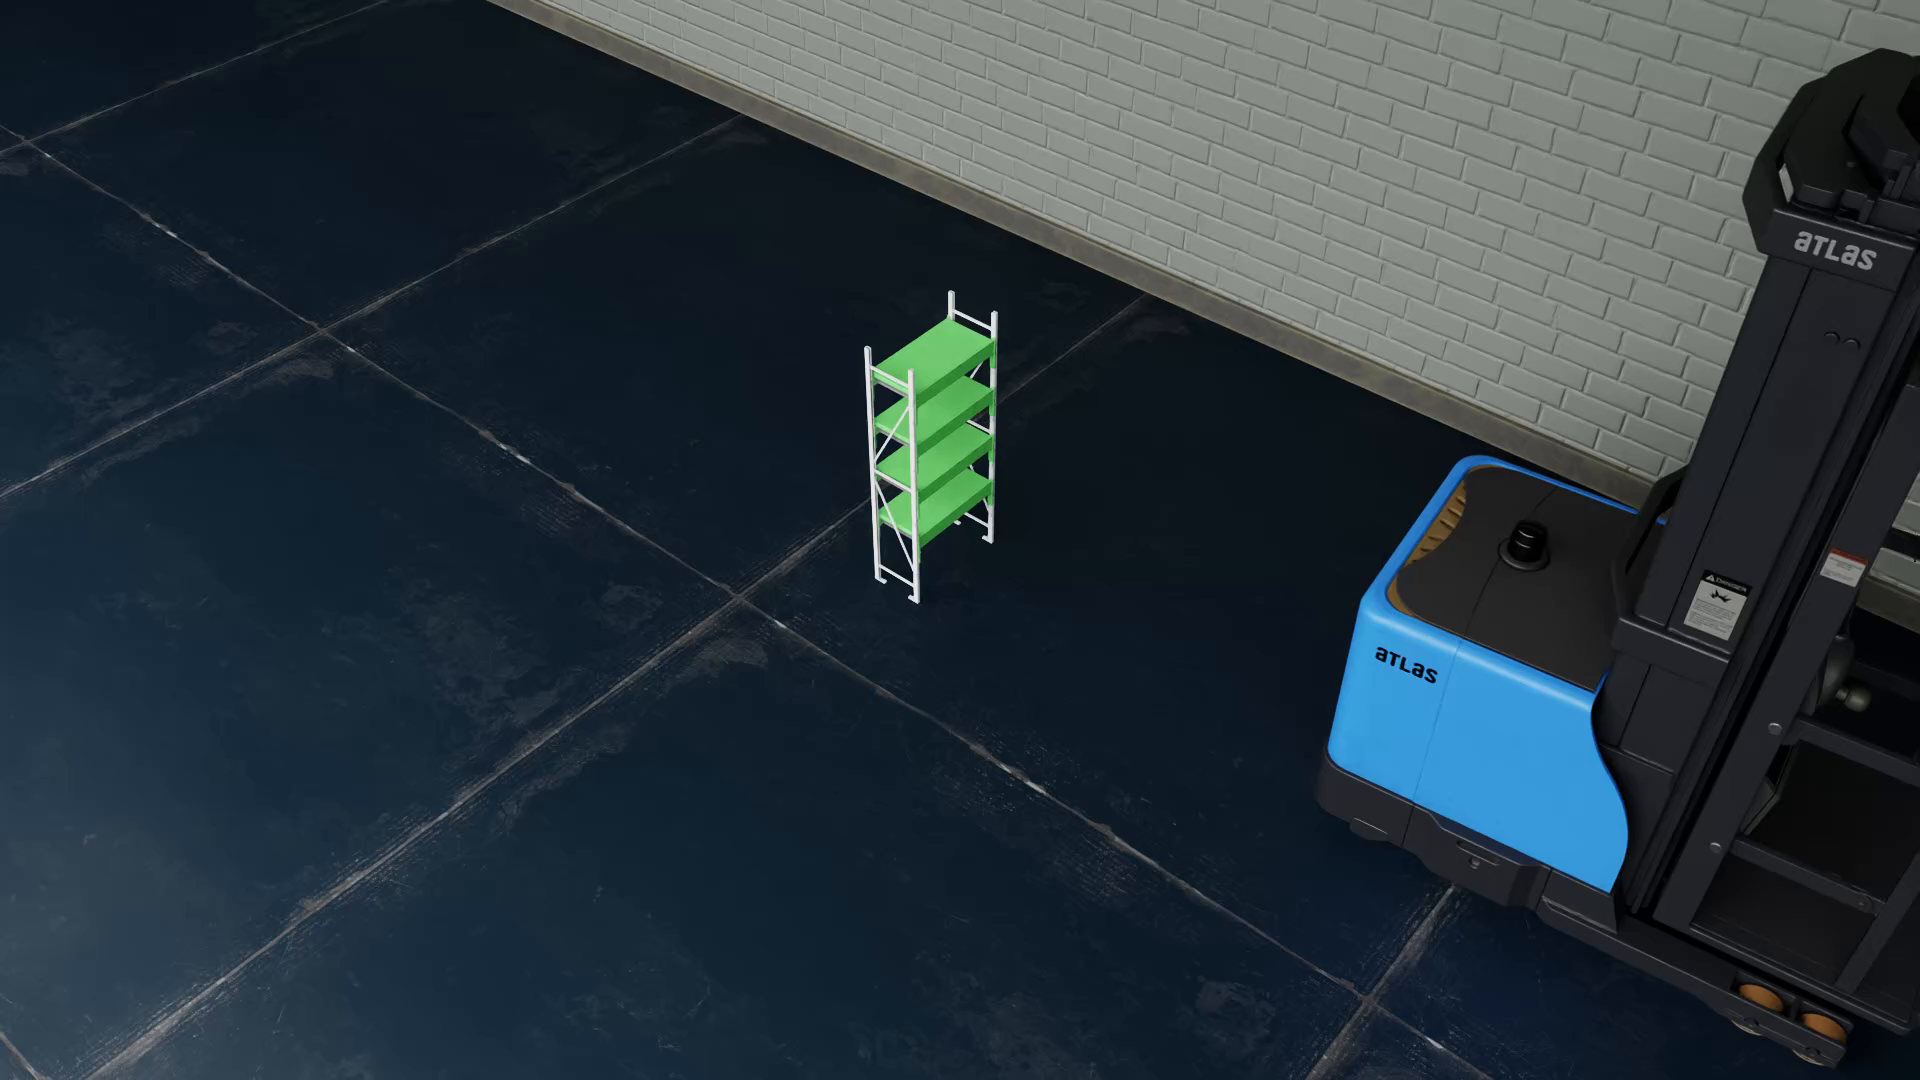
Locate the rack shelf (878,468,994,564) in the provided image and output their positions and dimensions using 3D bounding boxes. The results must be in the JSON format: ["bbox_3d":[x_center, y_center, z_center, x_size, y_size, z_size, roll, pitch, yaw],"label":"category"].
[{"bbox_3d":[-0.107,-0.134,6.957,0.258,0.148,0.480,29,50,28],"label":"rack shelf"}]

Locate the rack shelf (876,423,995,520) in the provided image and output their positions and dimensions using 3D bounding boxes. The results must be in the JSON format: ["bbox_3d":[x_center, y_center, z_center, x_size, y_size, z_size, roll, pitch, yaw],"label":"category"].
[{"bbox_3d":[-0.107,-0.311,6.796,0.258,0.148,0.480,29,50,28],"label":"rack shelf"}]

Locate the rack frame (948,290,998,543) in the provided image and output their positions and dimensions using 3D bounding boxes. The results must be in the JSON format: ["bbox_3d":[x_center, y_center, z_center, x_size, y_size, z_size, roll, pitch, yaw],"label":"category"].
[{"bbox_3d":[0.051,-0.484,6.891,0.240,1.200,0.015,29,50,28],"label":"rack frame"}]

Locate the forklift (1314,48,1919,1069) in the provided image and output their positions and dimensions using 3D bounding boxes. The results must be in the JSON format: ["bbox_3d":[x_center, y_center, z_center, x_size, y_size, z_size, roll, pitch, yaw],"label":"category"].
[{"bbox_3d":[2.811,0.199,4.852,3.031,2.935,1.130,24,48,24],"label":"forklift"}]

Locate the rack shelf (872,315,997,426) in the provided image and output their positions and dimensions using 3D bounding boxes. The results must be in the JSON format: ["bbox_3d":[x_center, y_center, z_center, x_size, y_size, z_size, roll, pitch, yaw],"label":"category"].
[{"bbox_3d":[-0.107,-0.667,6.473,0.258,0.148,0.480,29,50,28],"label":"rack shelf"}]

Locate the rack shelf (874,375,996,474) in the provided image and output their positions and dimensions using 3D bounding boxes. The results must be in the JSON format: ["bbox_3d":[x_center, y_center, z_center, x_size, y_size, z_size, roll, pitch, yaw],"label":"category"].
[{"bbox_3d":[-0.107,-0.489,6.634,0.258,0.148,0.480,29,50,28],"label":"rack shelf"}]

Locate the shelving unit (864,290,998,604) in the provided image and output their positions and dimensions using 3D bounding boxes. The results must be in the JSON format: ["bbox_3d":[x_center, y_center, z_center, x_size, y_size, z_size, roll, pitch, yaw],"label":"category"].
[{"bbox_3d":[-0.107,-0.359,6.753,0.258,1.200,0.503,29,50,28],"label":"shelving unit"}]

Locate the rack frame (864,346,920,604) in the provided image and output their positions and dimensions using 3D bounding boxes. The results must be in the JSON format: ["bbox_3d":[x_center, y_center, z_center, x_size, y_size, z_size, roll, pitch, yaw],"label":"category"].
[{"bbox_3d":[-0.264,-0.233,6.614,0.240,1.200,0.015,29,50,28],"label":"rack frame"}]
